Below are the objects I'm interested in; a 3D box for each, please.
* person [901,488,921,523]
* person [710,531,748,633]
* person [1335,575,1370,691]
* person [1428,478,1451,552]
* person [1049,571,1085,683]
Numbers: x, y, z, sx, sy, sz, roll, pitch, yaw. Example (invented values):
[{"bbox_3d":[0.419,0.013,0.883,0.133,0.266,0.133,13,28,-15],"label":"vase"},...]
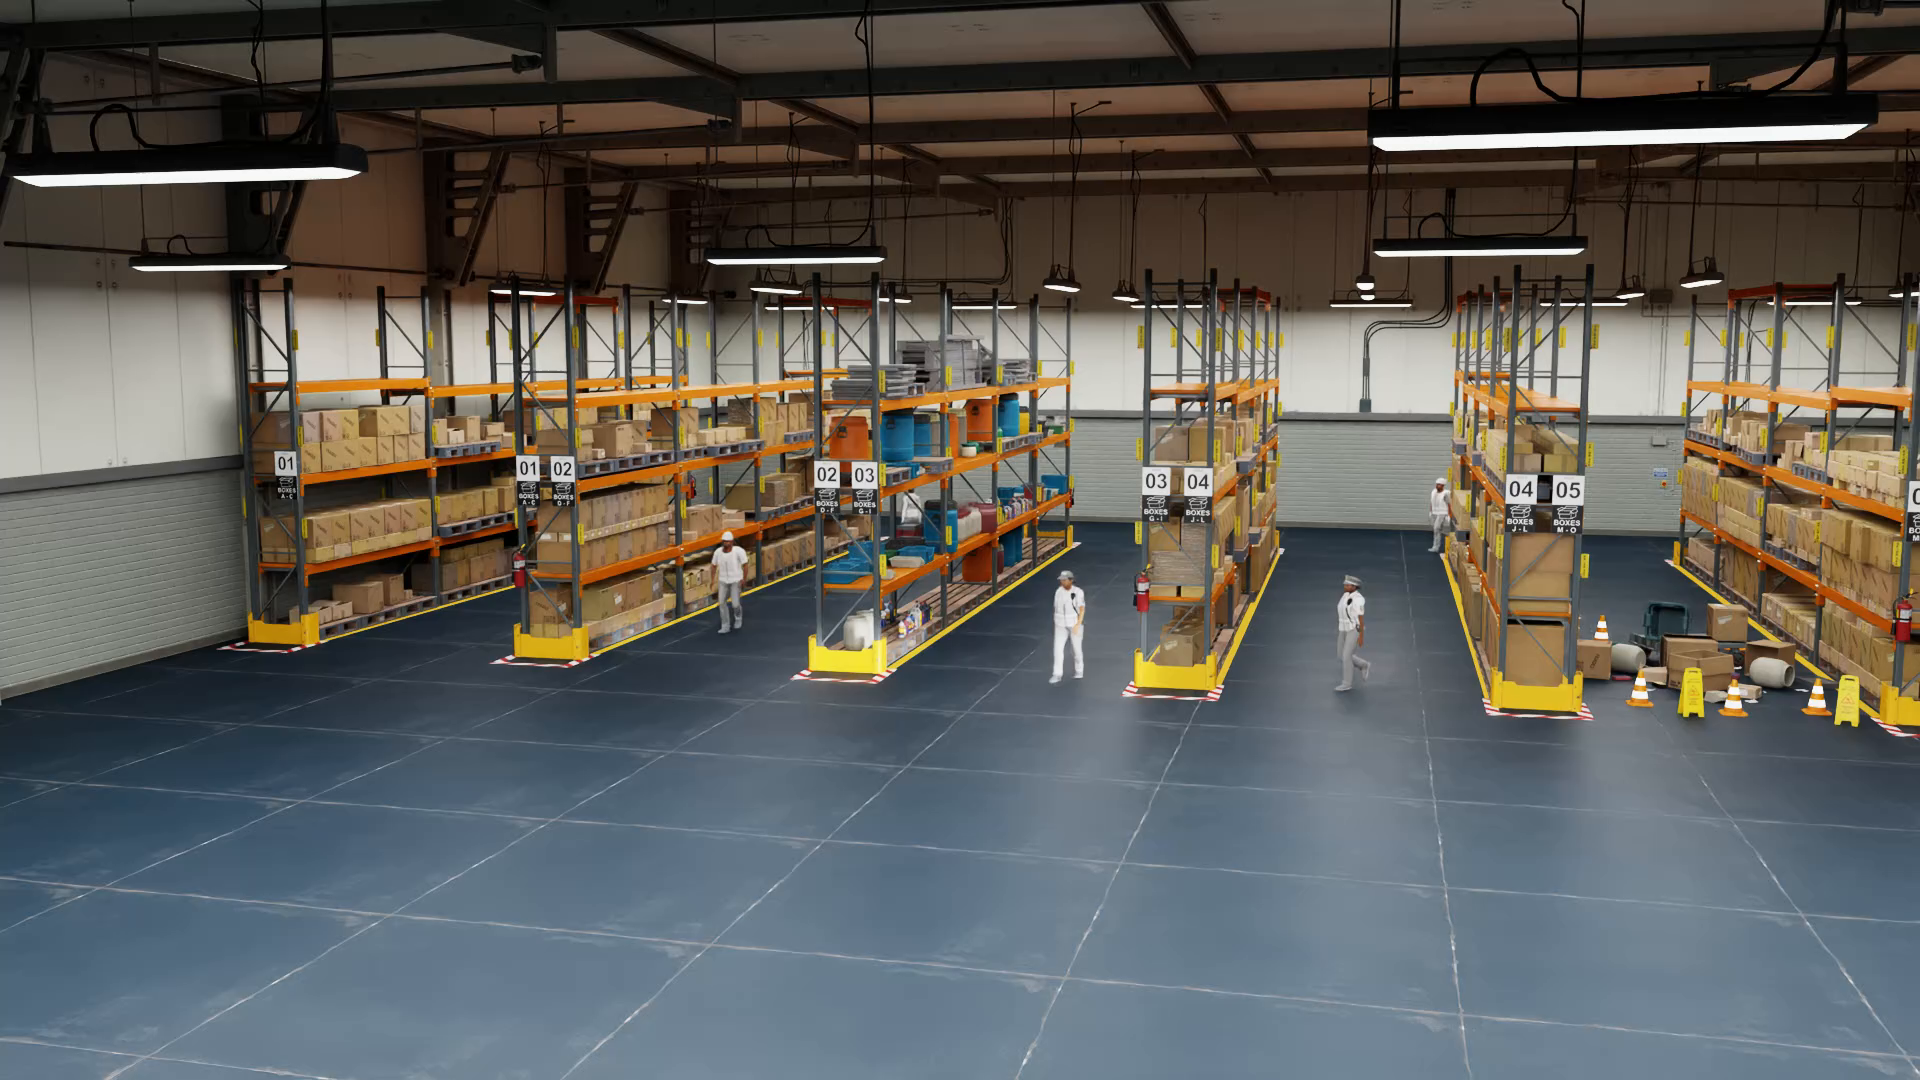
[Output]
[{"bbox_3d":[-1.118,-0.477,38.765,0.522,1.667,0.477,-4,8,-28],"label":"person"},{"bbox_3d":[-3.963,0.710,28.692,0.672,1.747,0.617,1,7,12],"label":"person"},{"bbox_3d":[5.666,1.318,23.881,0.711,1.645,0.478,-3,8,-25],"label":"person"},{"bbox_3d":[11.417,-0.604,39.412,0.859,1.762,0.562,-3,7,-23],"label":"person"},{"bbox_3d":[1.572,1.263,24.349,0.507,1.622,0.945,2,7,20],"label":"person"}]
